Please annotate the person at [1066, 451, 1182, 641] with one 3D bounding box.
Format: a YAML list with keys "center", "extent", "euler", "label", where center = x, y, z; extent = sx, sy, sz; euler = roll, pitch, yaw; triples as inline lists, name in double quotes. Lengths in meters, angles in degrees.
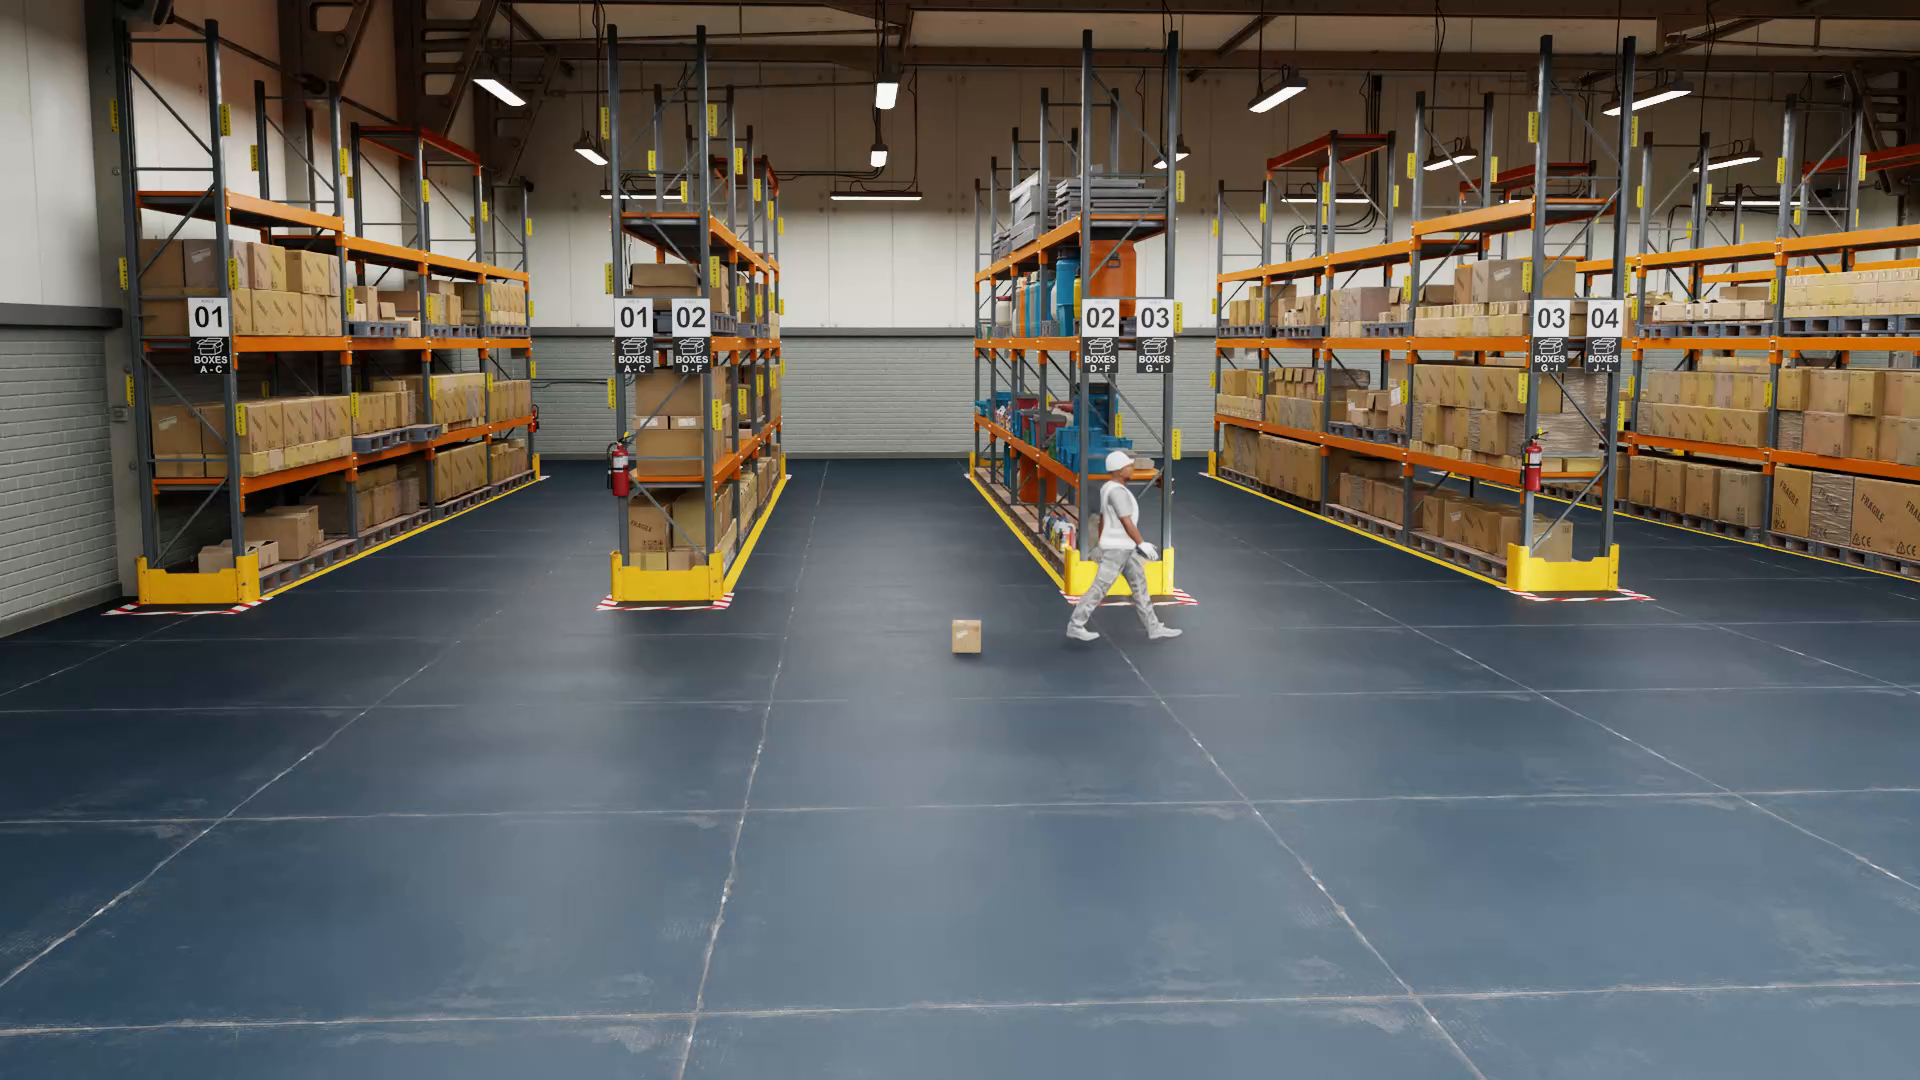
- center: [1.499, 0.062, 15.046]
  extent: [1.062, 1.729, 0.541]
  euler: [0, 7, 4]
  label: "person"
